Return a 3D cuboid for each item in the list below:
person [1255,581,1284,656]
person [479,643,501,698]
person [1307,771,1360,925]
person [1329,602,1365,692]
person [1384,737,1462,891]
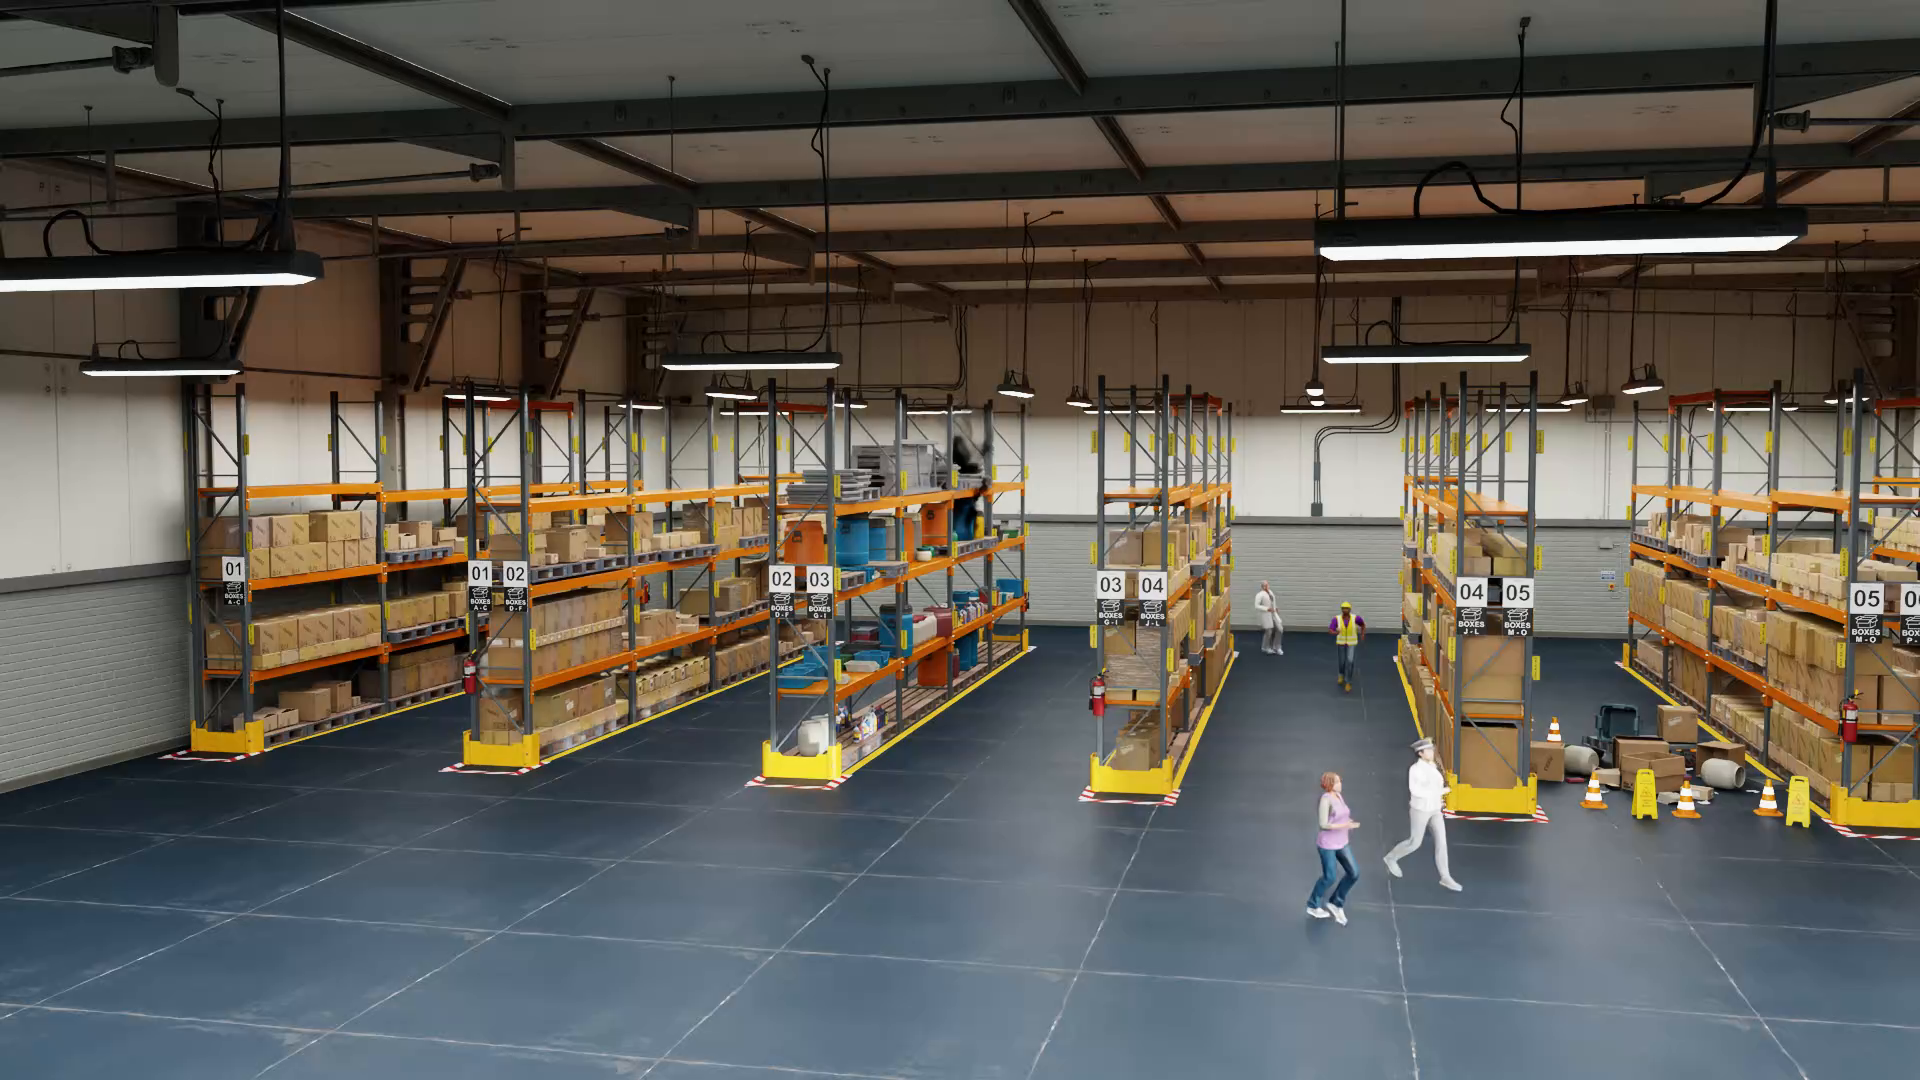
[{"bbox_3d":[7.294,1.856,39.593,0.716,1.782,0.680,-2,4,-29],"label":"person"},{"bbox_3d":[-8.080,2.569,28.770,0.565,1.610,0.791,0,3,7],"label":"person"},{"bbox_3d":[3.914,3.214,17.346,0.635,1.614,0.514,3,5,45],"label":"person"},{"bbox_3d":[7.952,2.168,34.166,0.711,1.810,0.936,1,3,18],"label":"person"},{"bbox_3d":[5.257,3.058,18.806,0.611,1.679,0.939,-3,4,-40],"label":"person"}]
